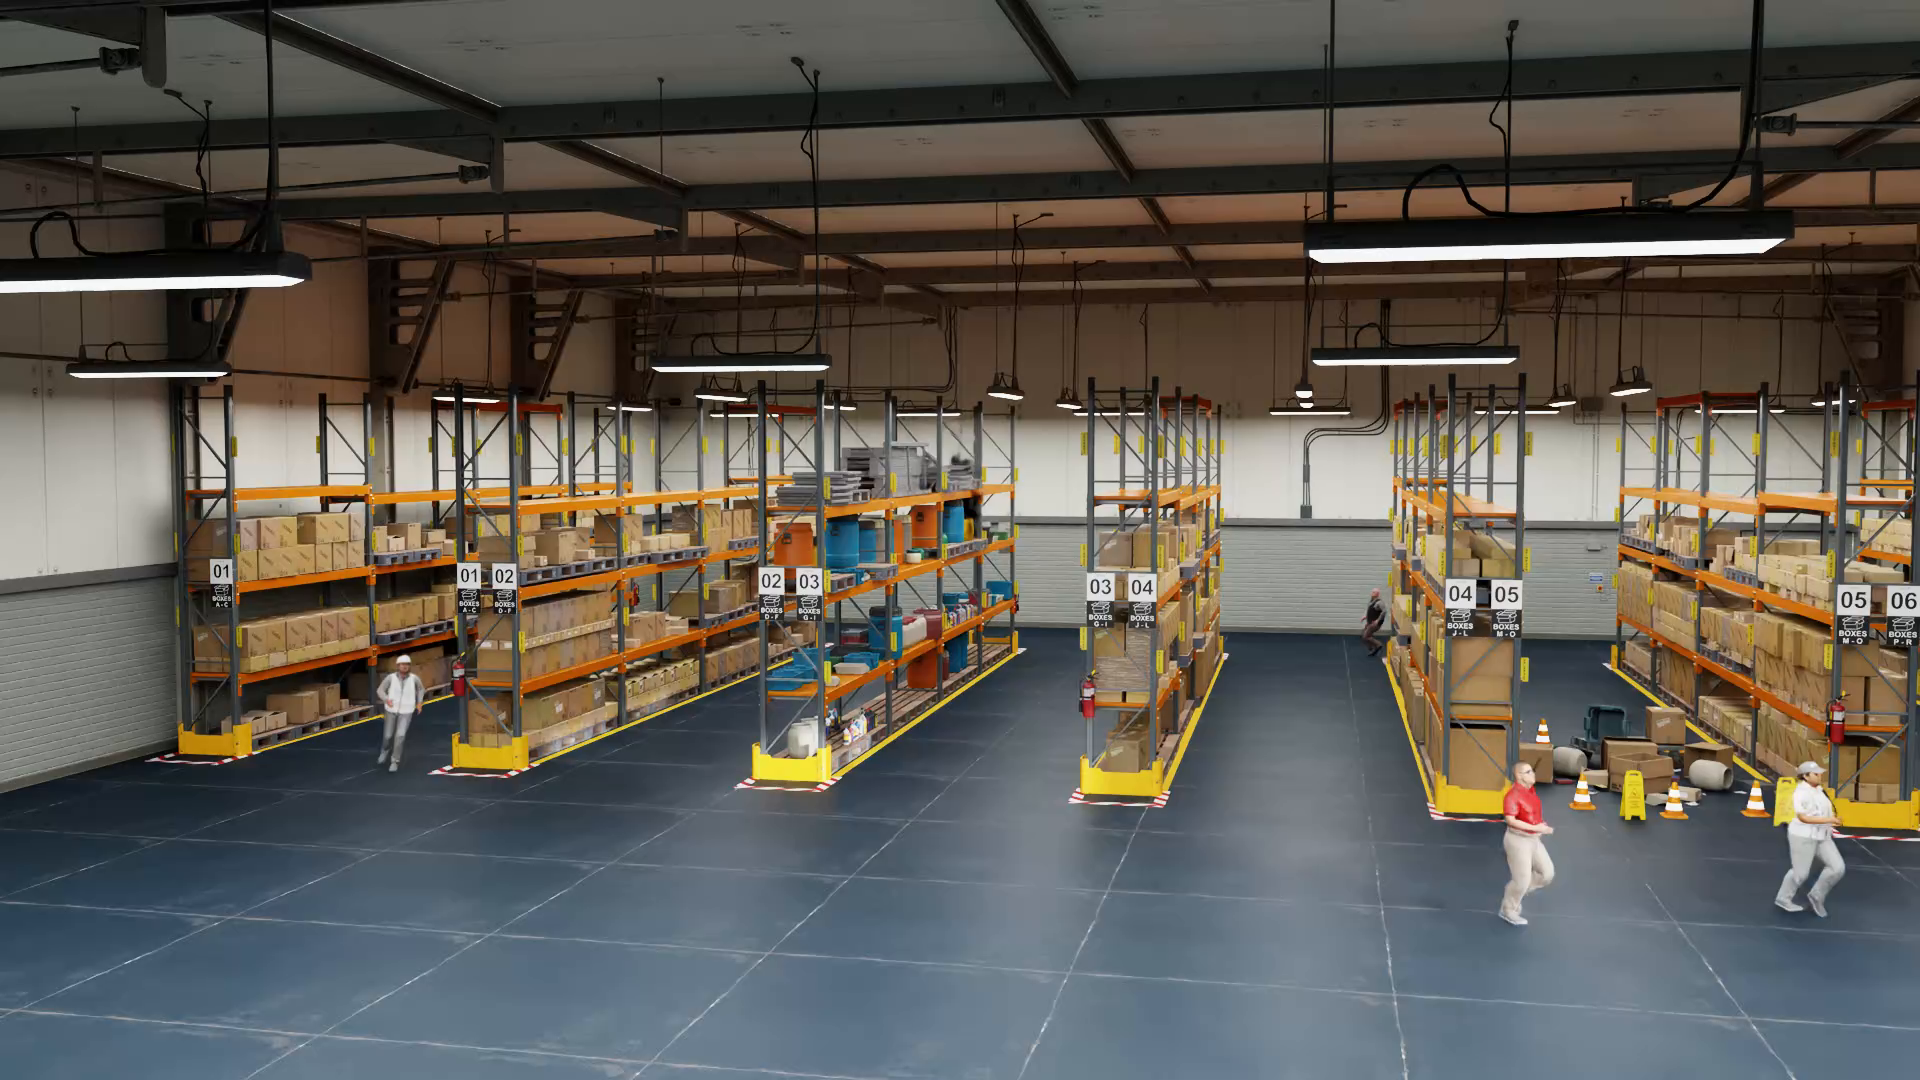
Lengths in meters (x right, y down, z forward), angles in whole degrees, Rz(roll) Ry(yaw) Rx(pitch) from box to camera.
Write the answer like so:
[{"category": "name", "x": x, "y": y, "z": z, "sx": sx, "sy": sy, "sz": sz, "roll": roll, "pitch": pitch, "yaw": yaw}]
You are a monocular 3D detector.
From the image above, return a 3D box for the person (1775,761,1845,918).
[{"category": "person", "x": 9.055, "y": 3.193, "z": 17.676, "sx": 0.578, "sy": 1.675, "sz": 0.688, "roll": -2, "pitch": 4, "yaw": -32}]

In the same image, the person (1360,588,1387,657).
[{"category": "person", "x": 9.797, "y": 1.973, "z": 39.443, "sx": 0.520, "sy": 1.662, "sz": 0.711, "roll": 0, "pitch": 3, "yaw": -7}]

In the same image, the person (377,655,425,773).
[{"category": "person", "x": -8.703, "y": 2.668, "z": 25.858, "sx": 0.725, "sy": 1.758, "sz": 0.949, "roll": -1, "pitch": 3, "yaw": -17}]

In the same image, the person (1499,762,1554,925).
[{"category": "person", "x": 5.947, "y": 3.177, "z": 17.394, "sx": 0.682, "sy": 1.701, "sz": 0.609, "roll": -3, "pitch": 5, "yaw": -45}]
